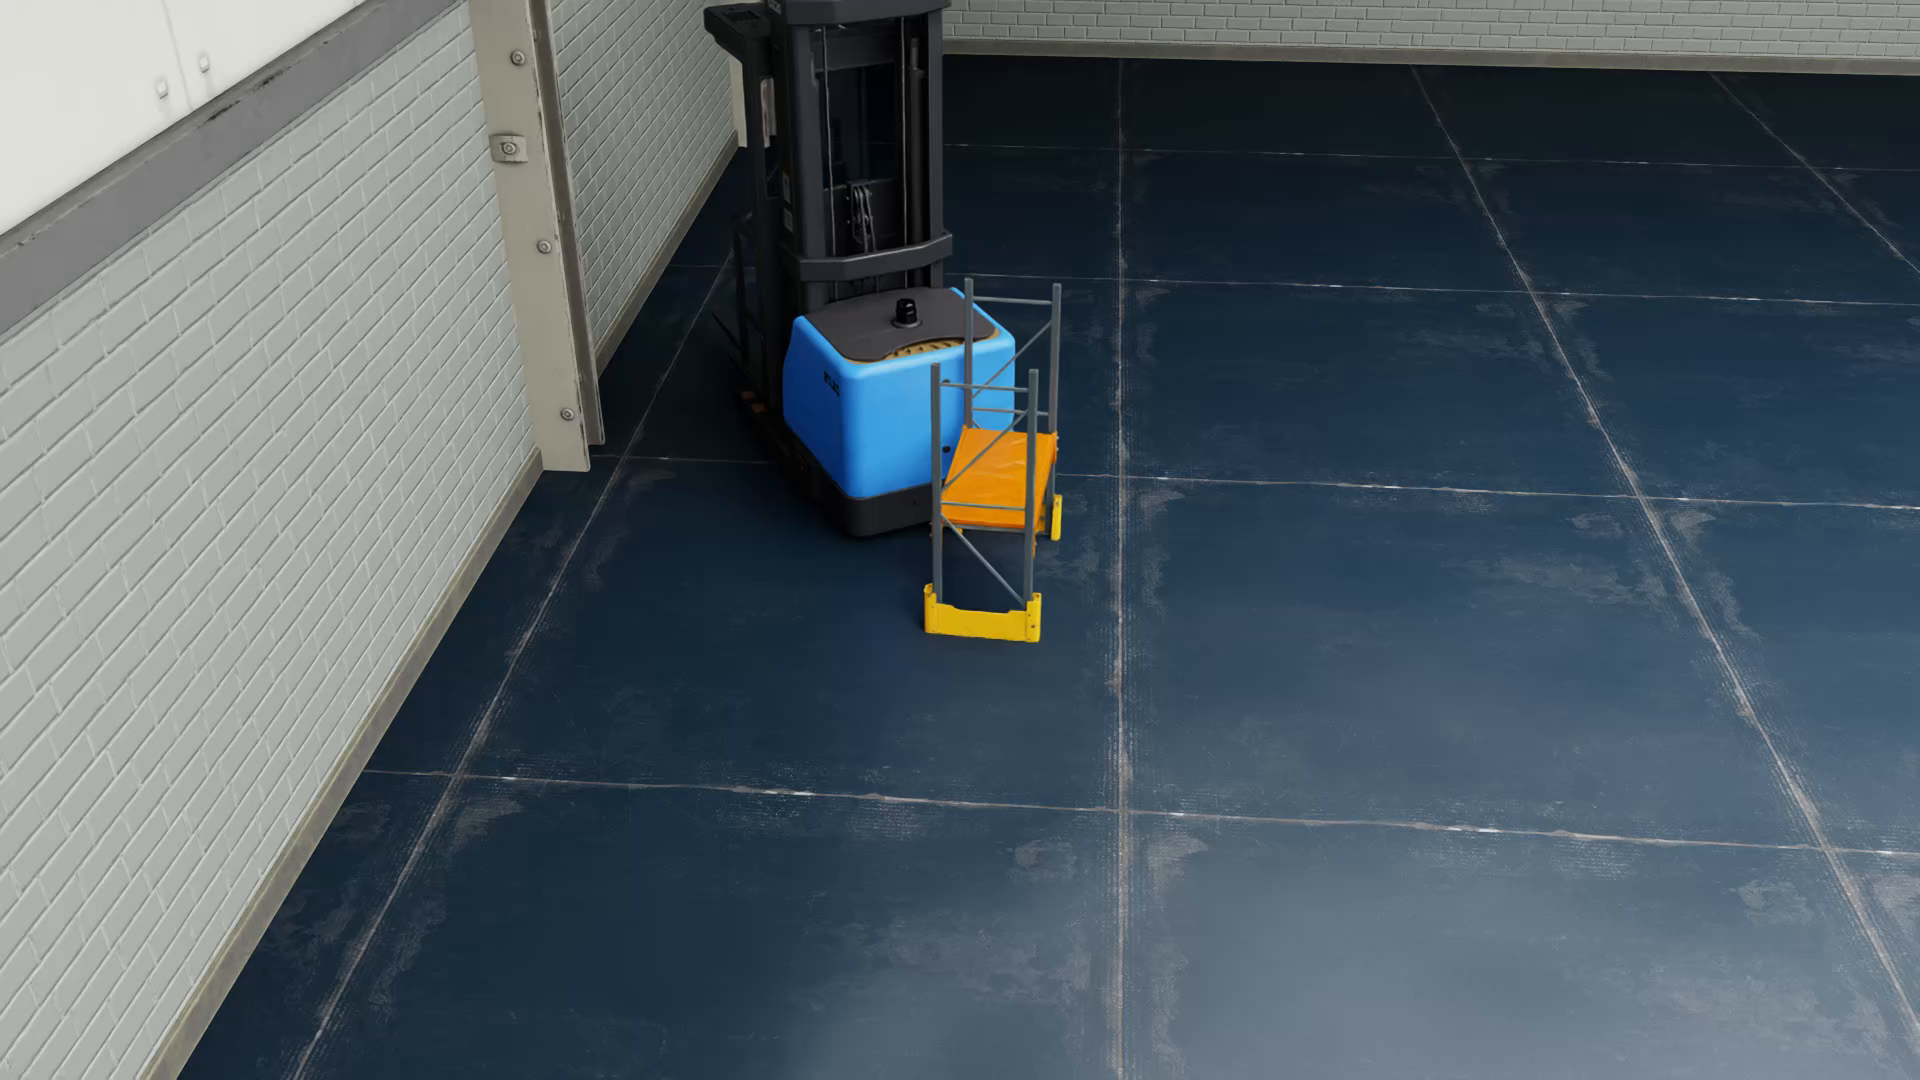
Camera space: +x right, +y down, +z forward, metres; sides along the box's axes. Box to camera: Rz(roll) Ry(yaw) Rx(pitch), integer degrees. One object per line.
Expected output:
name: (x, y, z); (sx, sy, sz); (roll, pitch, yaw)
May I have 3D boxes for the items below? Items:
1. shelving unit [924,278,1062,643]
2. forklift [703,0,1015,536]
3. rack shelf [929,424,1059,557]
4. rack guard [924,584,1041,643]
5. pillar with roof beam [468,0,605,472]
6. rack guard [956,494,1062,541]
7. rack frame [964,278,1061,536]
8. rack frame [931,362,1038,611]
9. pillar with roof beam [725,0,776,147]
shelving unit: (0.190, -0.420, 8.501); (0.587, 1.500, 1.083); (5, 32, 8)
forklift: (-0.770, -2.022, 9.737); (1.130, 2.935, 3.031); (-14, 34, -21)
rack shelf: (0.192, -0.271, 8.603); (0.538, 0.185, 1.000); (5, 32, 8)
rack guard: (0.113, 0.371, 8.411); (0.587, 0.250, 0.087); (5, 32, 8)
pillar with roof beam: (1.937, -4.165, 7.430); (9.100, 9.000, 0.400); (2, 32, 4)
rack guard: (0.267, -0.146, 9.248); (0.587, 0.250, 0.087); (5, 32, 8)
rack frame: (0.270, -0.688, 8.937); (0.500, 1.500, 0.032); (5, 32, 8)
rack frame: (0.113, -0.161, 8.082); (0.500, 1.500, 0.032); (5, 32, 8)
pillar with roof beam: (2.426, -7.302, 12.521); (9.100, 9.000, 0.400); (2, 32, 4)
